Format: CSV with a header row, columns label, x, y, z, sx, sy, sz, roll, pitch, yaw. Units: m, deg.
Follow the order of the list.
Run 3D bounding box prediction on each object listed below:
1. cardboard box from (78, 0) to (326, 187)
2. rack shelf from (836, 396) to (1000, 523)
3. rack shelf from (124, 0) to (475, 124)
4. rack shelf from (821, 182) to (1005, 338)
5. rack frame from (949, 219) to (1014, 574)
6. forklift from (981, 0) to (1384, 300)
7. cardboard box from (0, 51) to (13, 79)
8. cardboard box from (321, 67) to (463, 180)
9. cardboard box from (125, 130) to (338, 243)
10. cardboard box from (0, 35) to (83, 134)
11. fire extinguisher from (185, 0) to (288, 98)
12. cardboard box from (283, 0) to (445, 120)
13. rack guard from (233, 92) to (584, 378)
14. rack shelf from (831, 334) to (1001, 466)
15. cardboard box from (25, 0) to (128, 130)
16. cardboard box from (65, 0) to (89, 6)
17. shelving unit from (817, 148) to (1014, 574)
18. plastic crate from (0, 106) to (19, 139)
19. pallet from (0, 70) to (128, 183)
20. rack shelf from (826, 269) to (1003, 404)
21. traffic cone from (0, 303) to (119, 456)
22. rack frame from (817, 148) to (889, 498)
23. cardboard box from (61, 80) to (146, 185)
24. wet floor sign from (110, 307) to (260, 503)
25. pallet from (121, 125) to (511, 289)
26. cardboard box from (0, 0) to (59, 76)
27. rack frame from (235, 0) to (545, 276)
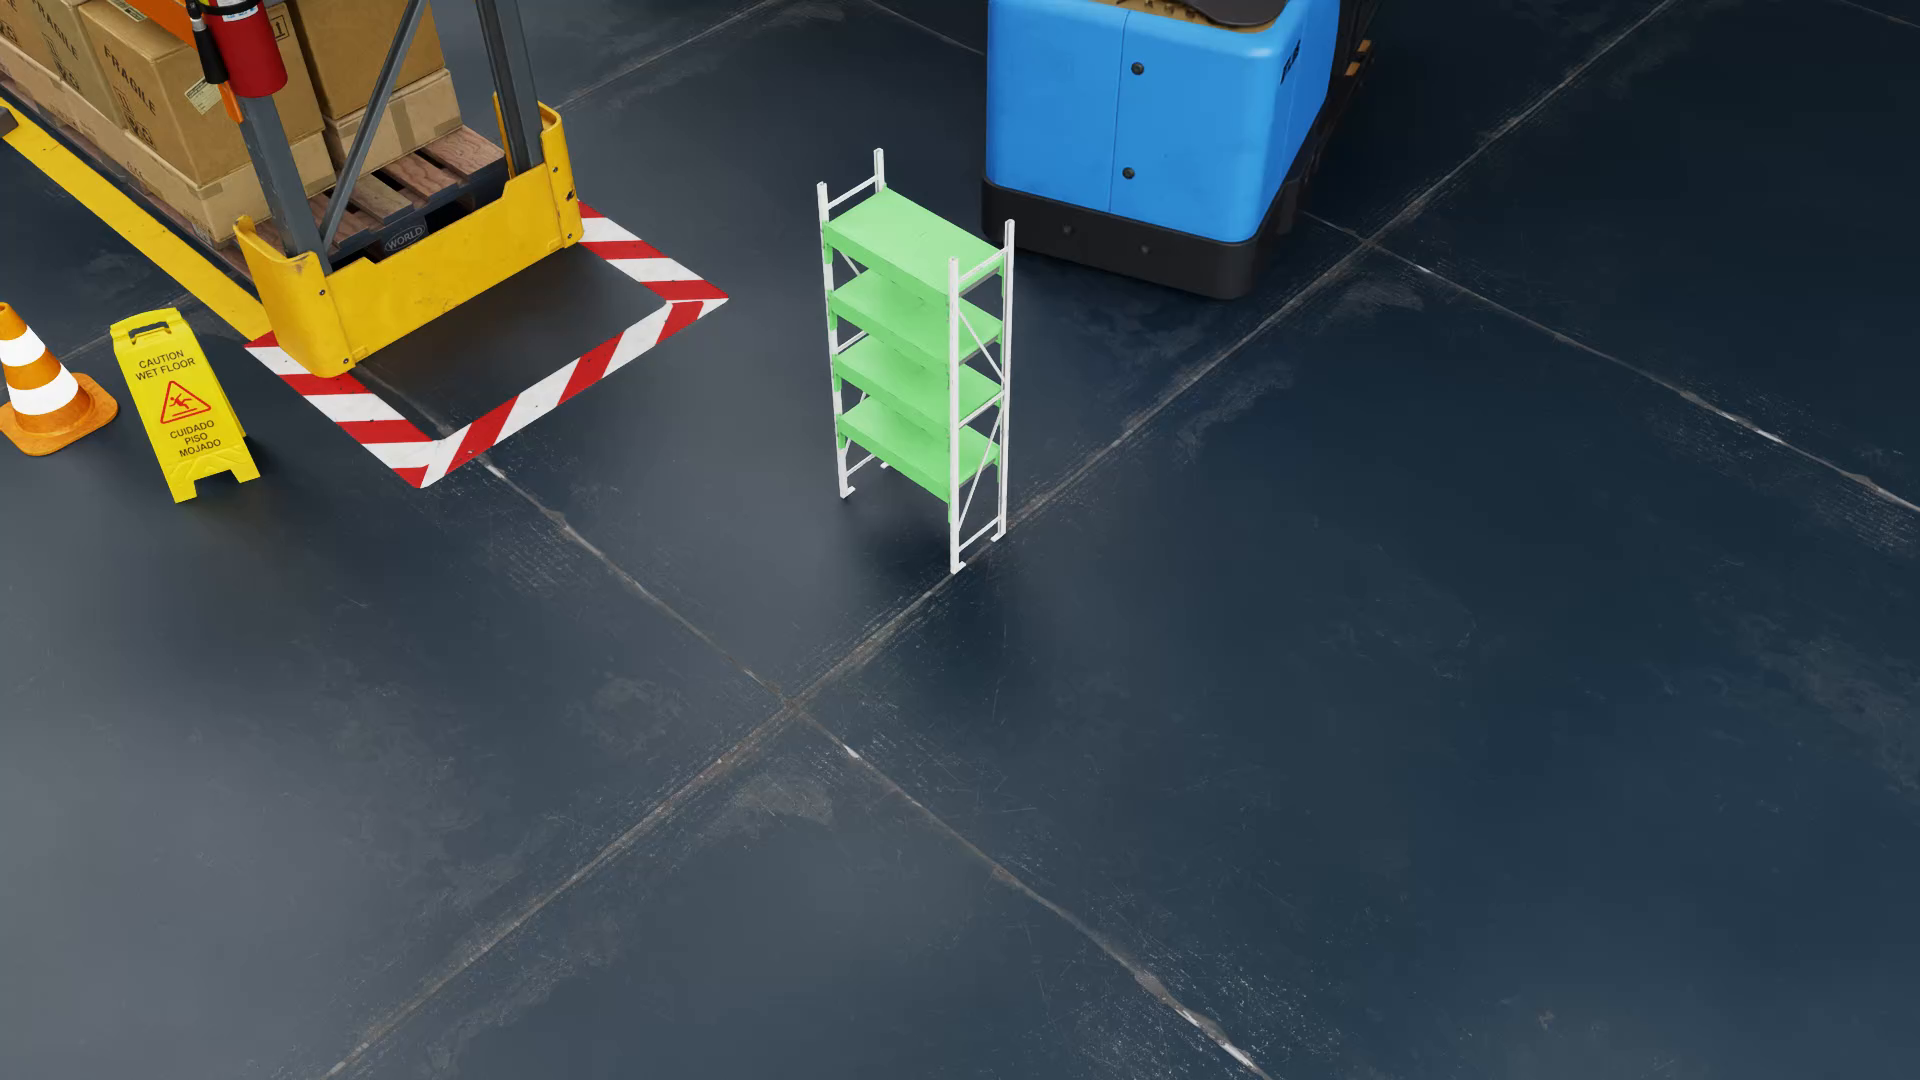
label,x,y,z,sx,sy,sz,roll,pitch,yaw
cardboard box,-2.641,-1.646,5.822,0.500,0.500,0.500,34,56,28
rack shelf,-0.122,-0.285,5.111,0.480,0.148,0.258,34,55,28
rack shelf,-3.345,-2.673,6.196,4.000,0.370,1.077,34,55,28
rack shelf,-0.122,-0.777,4.586,0.480,0.148,0.258,34,55,28
rack frame,0.058,-0.372,4.776,0.015,1.200,0.240,34,55,28
forklift,1.128,-2.955,6.014,1.130,2.935,3.031,17,49,16
cardboard box,-3.773,-2.156,6.814,0.500,0.250,0.500,33,55,27
cardboard box,-2.280,-1.680,6.368,0.500,0.250,0.500,33,55,27
cardboard box,-2.669,-1.400,6.105,0.500,0.250,0.500,34,55,28
cardboard box,-3.415,-1.905,6.579,0.500,0.250,0.500,32,55,26
fire extinguisher,-2.104,-1.600,4.748,0.183,0.674,0.296,34,55,28
cardboard box,-2.298,-1.948,6.105,0.500,0.500,0.500,32,55,27
rack guard,-1.931,-1.112,5.951,0.348,0.500,1.175,34,55,28
rack shelf,-0.122,-0.449,4.936,0.480,0.148,0.258,34,55,28
cardboard box,-3.027,-1.902,6.062,0.500,0.500,0.500,36,56,29
cardboard box,-2.956,-2.014,5.722,0.250,0.149,0.380,36,56,29
shelving unit,-0.122,-0.493,4.889,0.503,1.200,0.258,34,55,28
plastic crate,-4.217,-1.693,6.785,0.583,0.080,0.402,17,49,15
pallet,-3.396,-2.037,7.018,1.213,0.211,1.003,34,55,28
rack shelf,-0.122,-0.613,4.761,0.480,0.148,0.258,34,55,28
traffic cone,-3.066,-0.584,5.480,0.334,0.463,0.336,34,55,28
rack frame,-0.301,-0.613,5.003,0.015,1.200,0.240,34,55,28
cardboard box,-3.027,-1.649,6.339,0.500,0.250,0.500,34,55,28
wet floor sign,-2.461,-0.457,5.237,0.267,0.644,0.232,-21,50,-18
pallet,-2.504,-1.434,6.452,1.213,0.211,1.003,34,55,28
cardboard box,-3.393,-2.156,6.300,0.500,0.500,0.500,33,55,27
rack frame,-1.875,-1.930,5.005,0.127,3.000,1.000,34,55,28
